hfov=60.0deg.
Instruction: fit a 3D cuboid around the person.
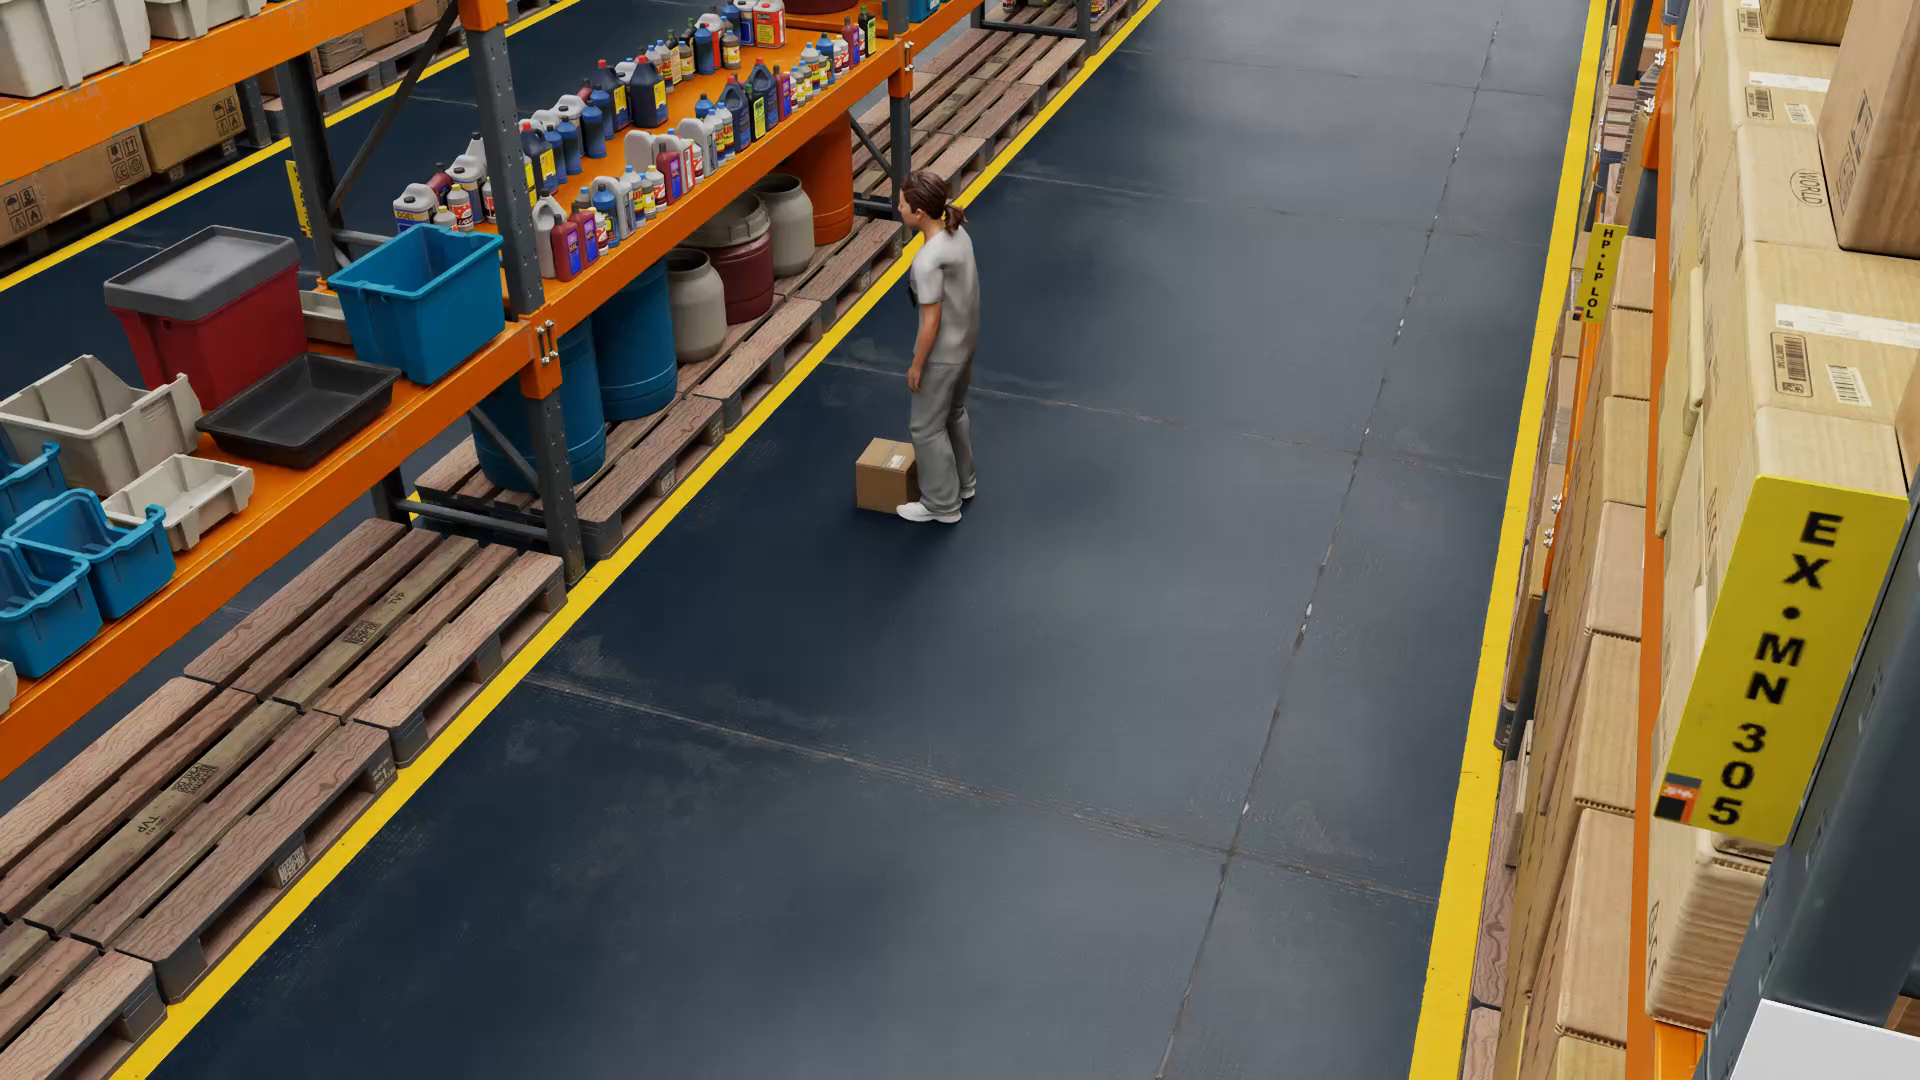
[{"bbox_3d":[-0.096,-0.851,7.433,0.352,1.673,0.508,10,35,15],"label":"person"}]
